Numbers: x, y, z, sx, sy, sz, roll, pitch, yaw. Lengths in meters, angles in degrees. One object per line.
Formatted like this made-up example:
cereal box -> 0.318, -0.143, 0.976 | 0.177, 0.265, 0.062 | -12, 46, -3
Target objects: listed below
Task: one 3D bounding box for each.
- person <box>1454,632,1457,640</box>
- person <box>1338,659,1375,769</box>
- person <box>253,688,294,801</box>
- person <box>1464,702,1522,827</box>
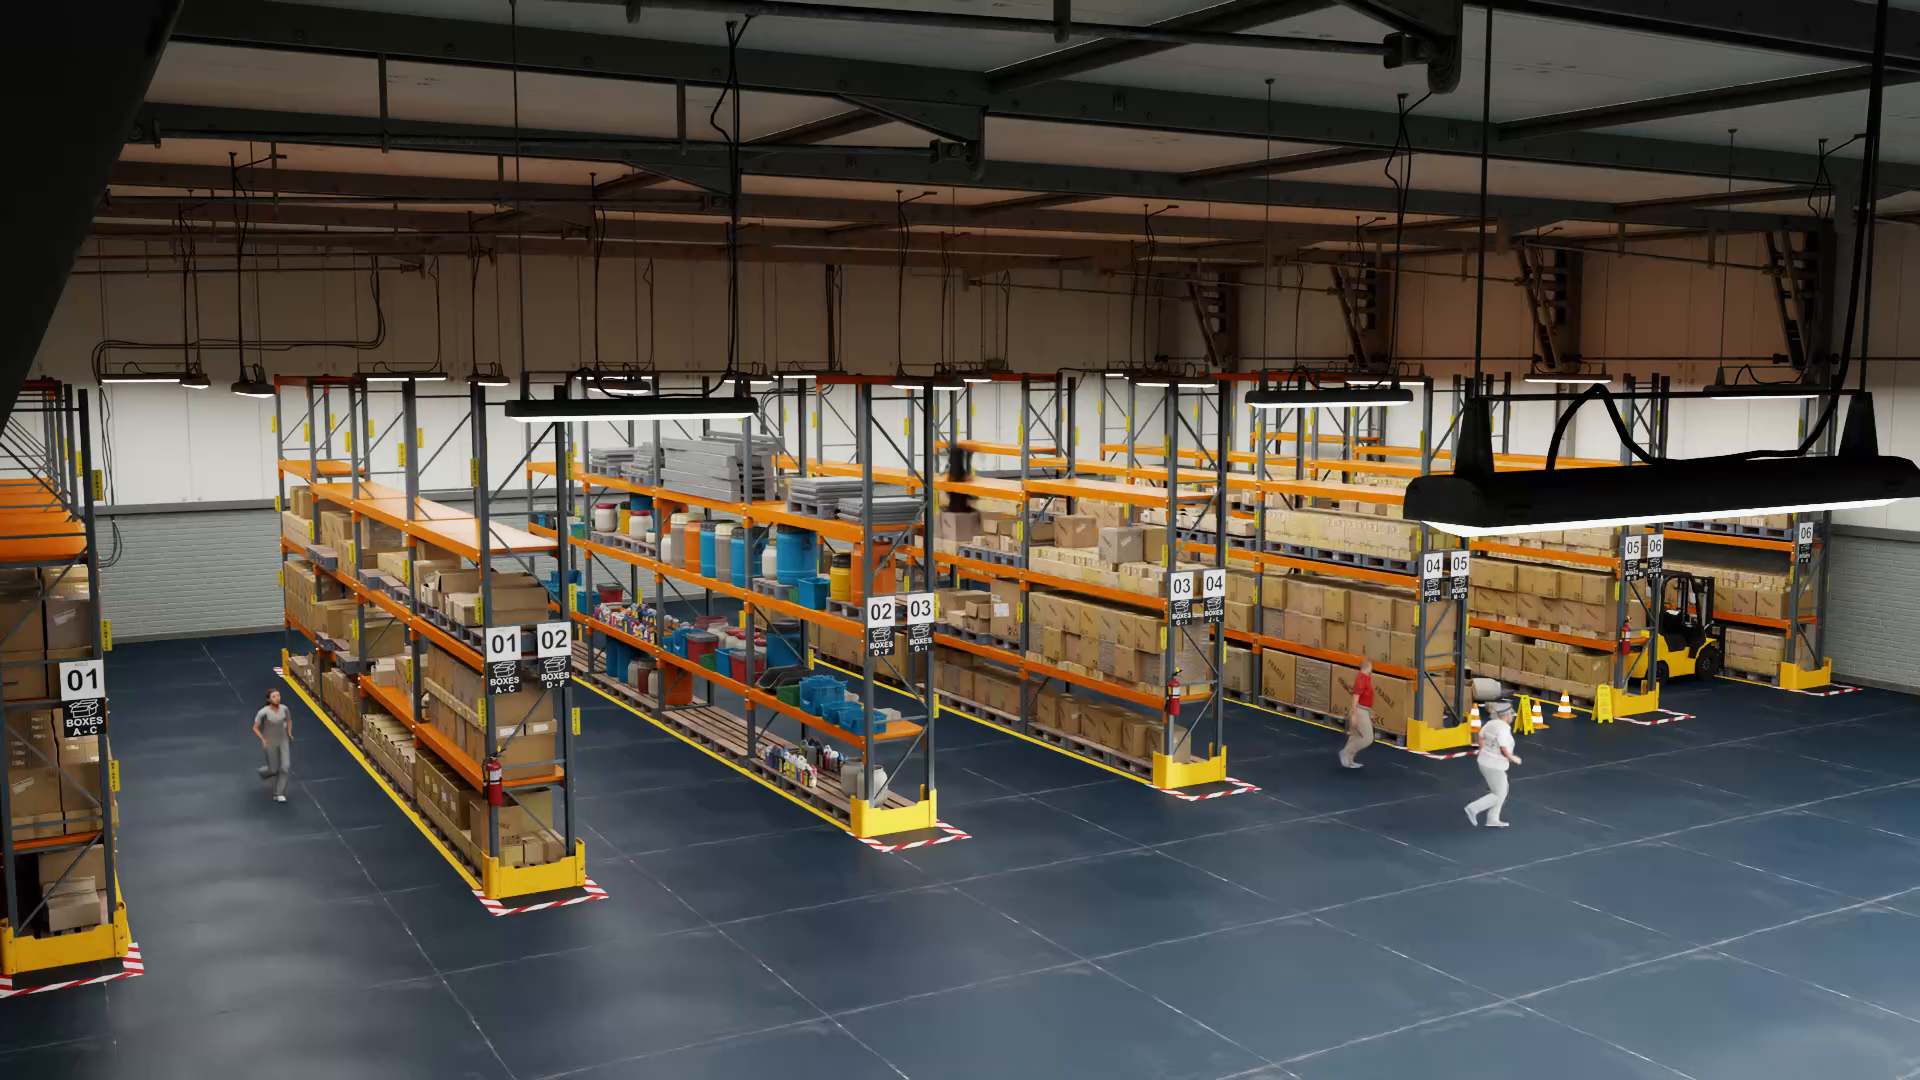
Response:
person -> 10.492, 1.468, 36.164 | 0.655, 1.765, 1.000 | -4, 7, -33
person -> 6.130, 2.685, 25.661 | 0.547, 1.703, 0.684 | 1, 6, 12
person -> -9.856, 2.921, 23.889 | 0.573, 1.622, 0.681 | -6, 9, -44
person -> 7.154, 3.041, 22.398 | 0.772, 1.727, 0.663 | 0, 6, -4
